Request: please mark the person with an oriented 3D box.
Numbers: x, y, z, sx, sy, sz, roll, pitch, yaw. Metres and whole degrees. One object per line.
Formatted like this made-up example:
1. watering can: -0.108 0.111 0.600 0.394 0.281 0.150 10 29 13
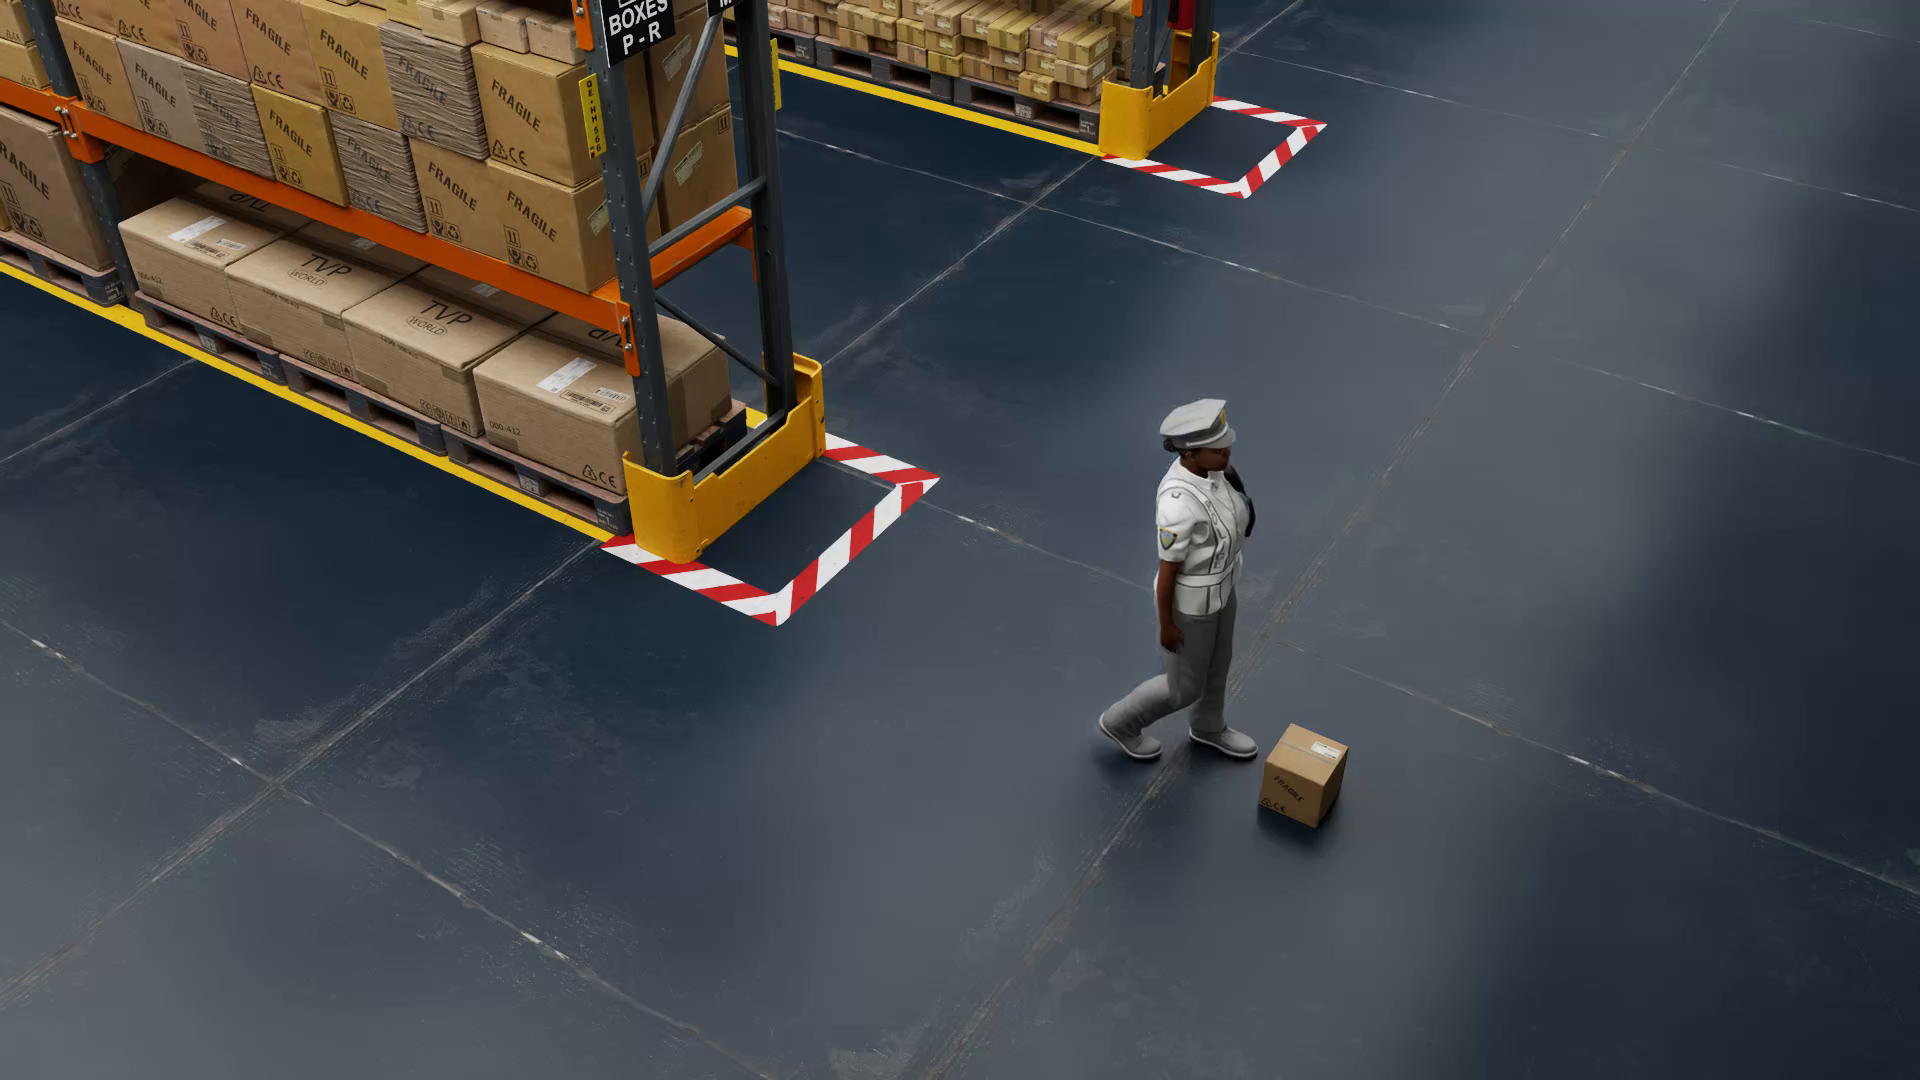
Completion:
1. person: 0.912 0.193 6.401 0.623 1.685 0.465 17 42 20
